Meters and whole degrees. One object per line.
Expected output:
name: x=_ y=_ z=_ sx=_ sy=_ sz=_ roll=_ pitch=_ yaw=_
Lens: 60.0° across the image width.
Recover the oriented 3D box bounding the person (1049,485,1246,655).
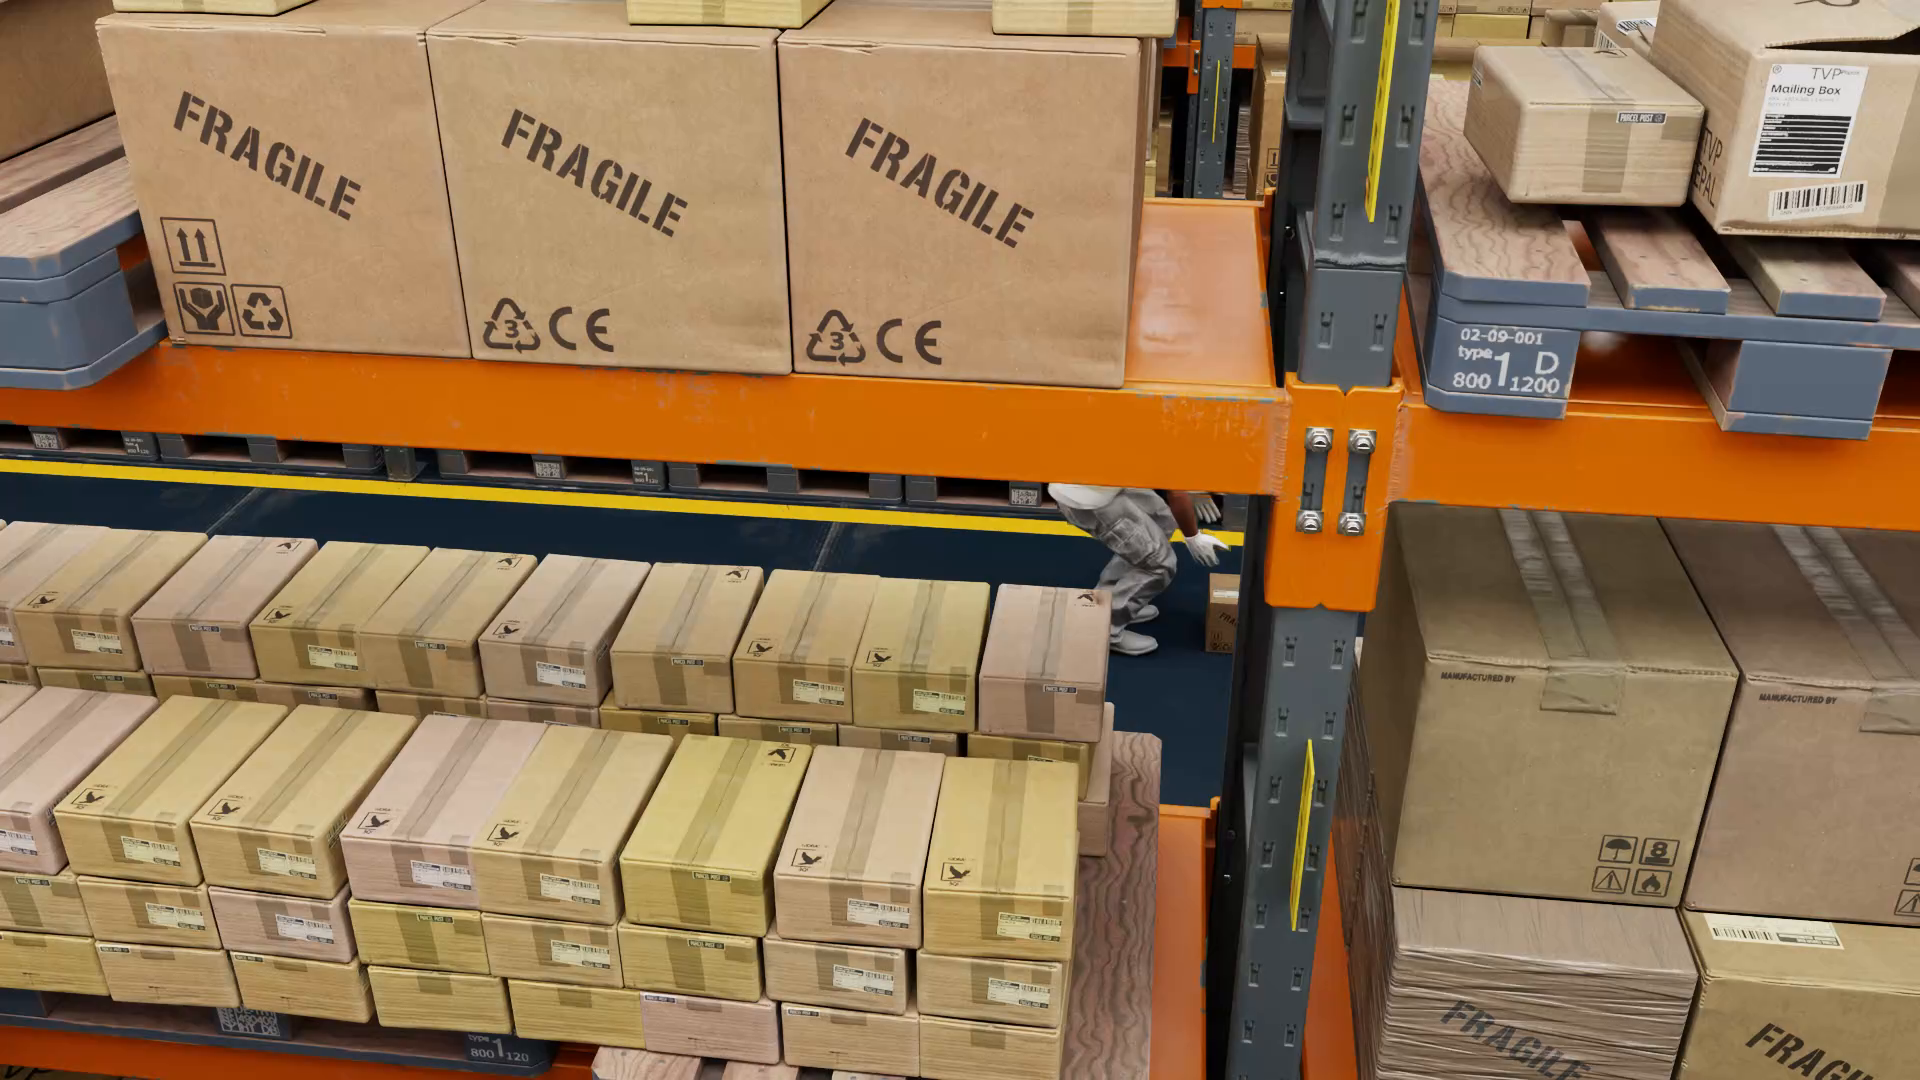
person: x=0.837 y=-0.001 z=7.038 sx=0.913 sy=0.908 sz=0.576 roll=3 pitch=28 yaw=6
